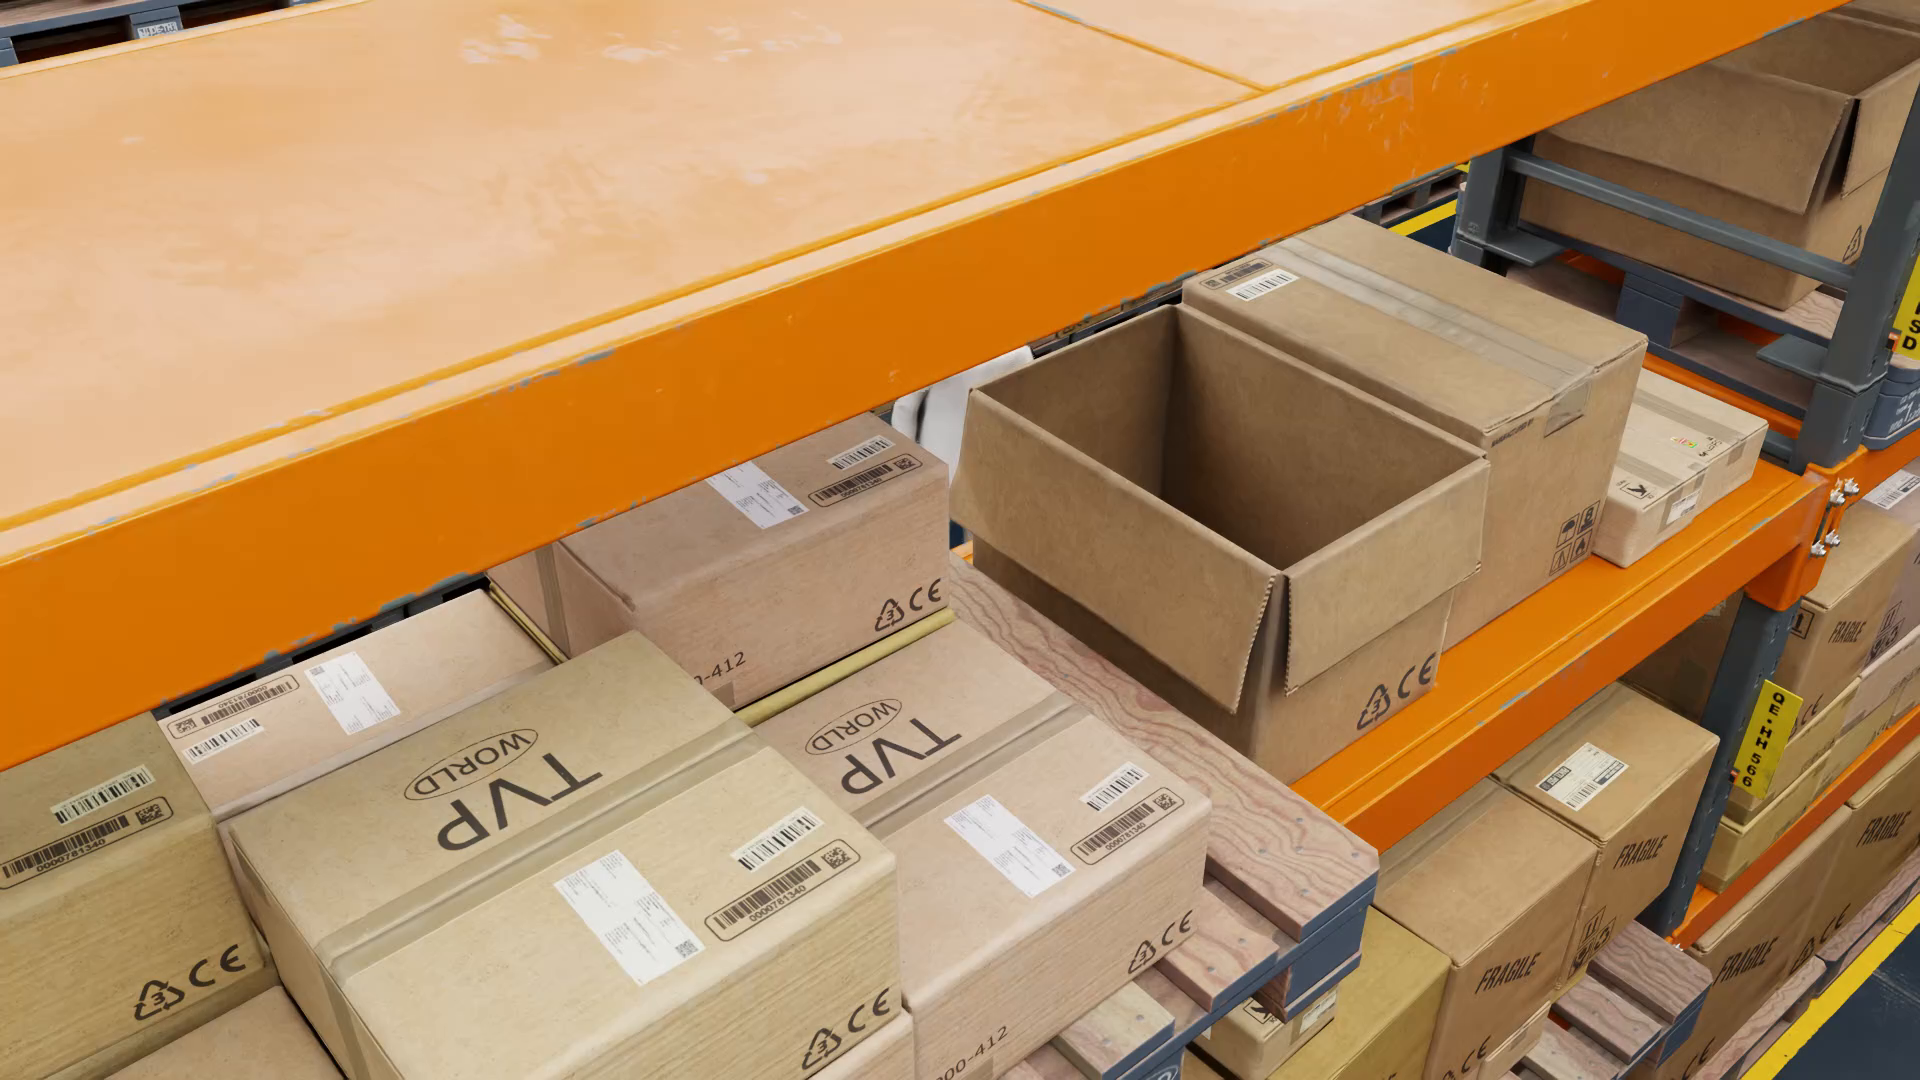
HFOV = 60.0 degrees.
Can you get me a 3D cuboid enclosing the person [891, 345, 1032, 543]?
[{"bbox_3d":[0.008,-0.398,7.192,0.634,1.754,0.827,1,35,1],"label":"person"}]
